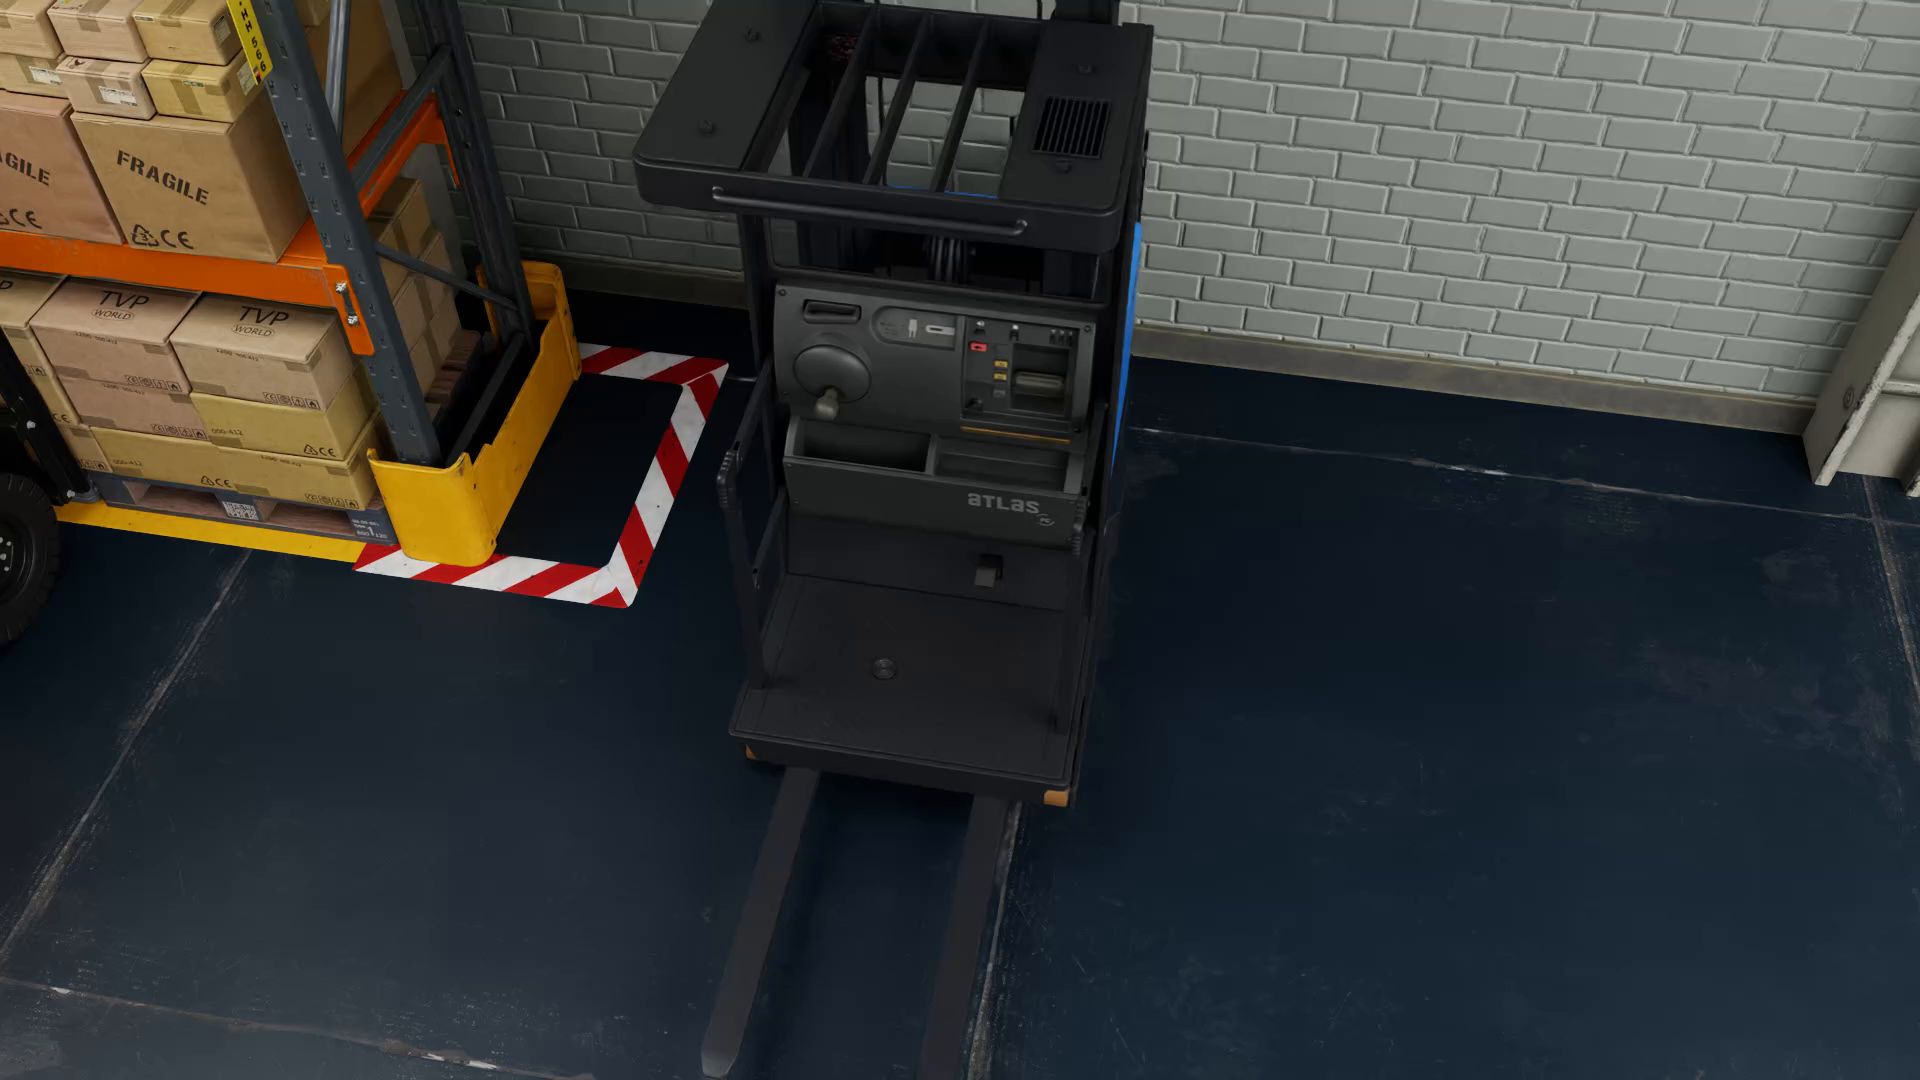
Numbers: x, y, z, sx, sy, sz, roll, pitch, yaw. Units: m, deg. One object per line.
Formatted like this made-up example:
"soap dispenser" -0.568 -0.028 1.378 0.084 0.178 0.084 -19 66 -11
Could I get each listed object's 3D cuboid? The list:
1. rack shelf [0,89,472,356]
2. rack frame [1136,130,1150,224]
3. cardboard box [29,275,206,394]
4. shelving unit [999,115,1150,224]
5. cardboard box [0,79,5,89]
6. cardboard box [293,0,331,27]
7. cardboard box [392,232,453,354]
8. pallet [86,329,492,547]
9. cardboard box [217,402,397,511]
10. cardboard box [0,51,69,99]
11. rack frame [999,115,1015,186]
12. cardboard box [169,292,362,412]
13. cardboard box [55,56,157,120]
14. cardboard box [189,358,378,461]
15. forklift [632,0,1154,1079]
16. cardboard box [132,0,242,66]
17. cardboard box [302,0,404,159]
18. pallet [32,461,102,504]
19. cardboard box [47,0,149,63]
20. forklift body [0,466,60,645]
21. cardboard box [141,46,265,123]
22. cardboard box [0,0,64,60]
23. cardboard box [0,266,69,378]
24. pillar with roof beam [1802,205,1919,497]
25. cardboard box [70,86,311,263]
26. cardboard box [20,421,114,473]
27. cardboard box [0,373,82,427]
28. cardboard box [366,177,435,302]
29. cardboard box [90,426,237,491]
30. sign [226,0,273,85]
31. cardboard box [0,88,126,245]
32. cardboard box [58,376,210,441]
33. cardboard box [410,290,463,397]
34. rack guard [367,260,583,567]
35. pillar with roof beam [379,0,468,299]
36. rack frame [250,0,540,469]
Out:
"rack shelf" -3.817 -1.372 5.950 4.000 0.370 1.077 8 49 7
"rack frame" 0.650 -0.981 6.325 0.015 1.200 0.240 8 49 7
"cardboard box" -2.861 -0.800 5.846 0.500 0.250 0.500 8 49 8
"shelving unit" 0.410 -1.015 6.355 0.503 1.200 0.258 8 49 7
"cardboard box" -2.983 -1.572 5.142 0.250 0.149 0.380 7 48 7
"cardboard box" -2.137 -1.833 5.377 0.250 0.149 0.380 7 48 6
"cardboard box" -2.275 -0.951 6.318 0.500 0.250 0.500 8 49 8
"pallet" -2.609 -0.487 6.546 1.213 0.211 1.003 8 49 7
"cardboard box" -2.368 -0.401 6.160 0.500 0.250 0.500 8 49 7
"cardboard box" -2.741 -1.531 5.105 0.250 0.149 0.380 8 49 8
"rack frame" 0.170 -1.049 6.386 0.015 1.200 0.240 8 49 7
"cardboard box" -2.358 -0.737 5.789 0.500 0.250 0.500 9 49 8
"cardboard box" -2.497 -1.451 5.034 0.250 0.149 0.380 8 49 7
"cardboard box" -2.384 -0.572 5.978 0.500 0.250 0.500 7 48 6
"forklift" -0.116 -0.408 4.646 1.130 2.935 3.031 8 49 7
"cardboard box" -2.239 -1.591 4.960 0.250 0.149 0.380 8 49 7
"cardboard box" -2.287 -1.651 5.649 0.500 0.500 0.500 9 49 8
"pallet" -3.806 -0.650 6.692 1.213 0.211 1.003 8 49 7
"cardboard box" -2.487 -1.601 4.969 0.250 0.149 0.380 8 49 7
"forklift body" -4.040 0.020 4.786 1.214 2.155 2.313 8 49 7
"cardboard box" -2.240 -1.439 5.023 0.250 0.149 0.380 8 49 7
"cardboard box" -2.750 -1.616 4.982 0.250 0.149 0.380 9 49 8
"cardboard box" -3.360 -0.859 5.899 0.500 0.250 0.500 8 49 7
"pillar with roof beam" 2.765 -0.160 0.344 0.400 9.000 9.100 8 49 7
"cardboard box" -2.380 -1.255 5.294 0.500 0.500 0.500 7 48 6
"cardboard box" -3.346 -0.546 6.290 0.500 0.250 0.500 8 49 7
"cardboard box" -3.387 -0.700 6.092 0.500 0.250 0.500 7 48 6
"cardboard box" -2.288 -1.106 6.121 0.500 0.250 0.500 7 48 6
"cardboard box" -2.855 -0.473 6.225 0.500 0.250 0.500 8 49 7
"sign" -1.959 -1.419 4.571 0.005 0.325 0.100 8 49 7
"cardboard box" -2.889 -1.330 5.361 0.500 0.500 0.500 9 49 8
"cardboard box" -2.875 -0.647 6.045 0.500 0.250 0.500 7 48 6
"cardboard box" -2.298 -0.778 6.499 0.500 0.250 0.500 8 49 7
"rack guard" -1.825 -0.510 6.372 0.348 0.500 1.175 8 49 7
"pillar with roof beam" -3.140 -0.954 1.058 0.400 9.000 9.100 8 49 7
"rack frame" -1.849 -1.348 5.445 0.127 3.000 1.000 8 49 7
